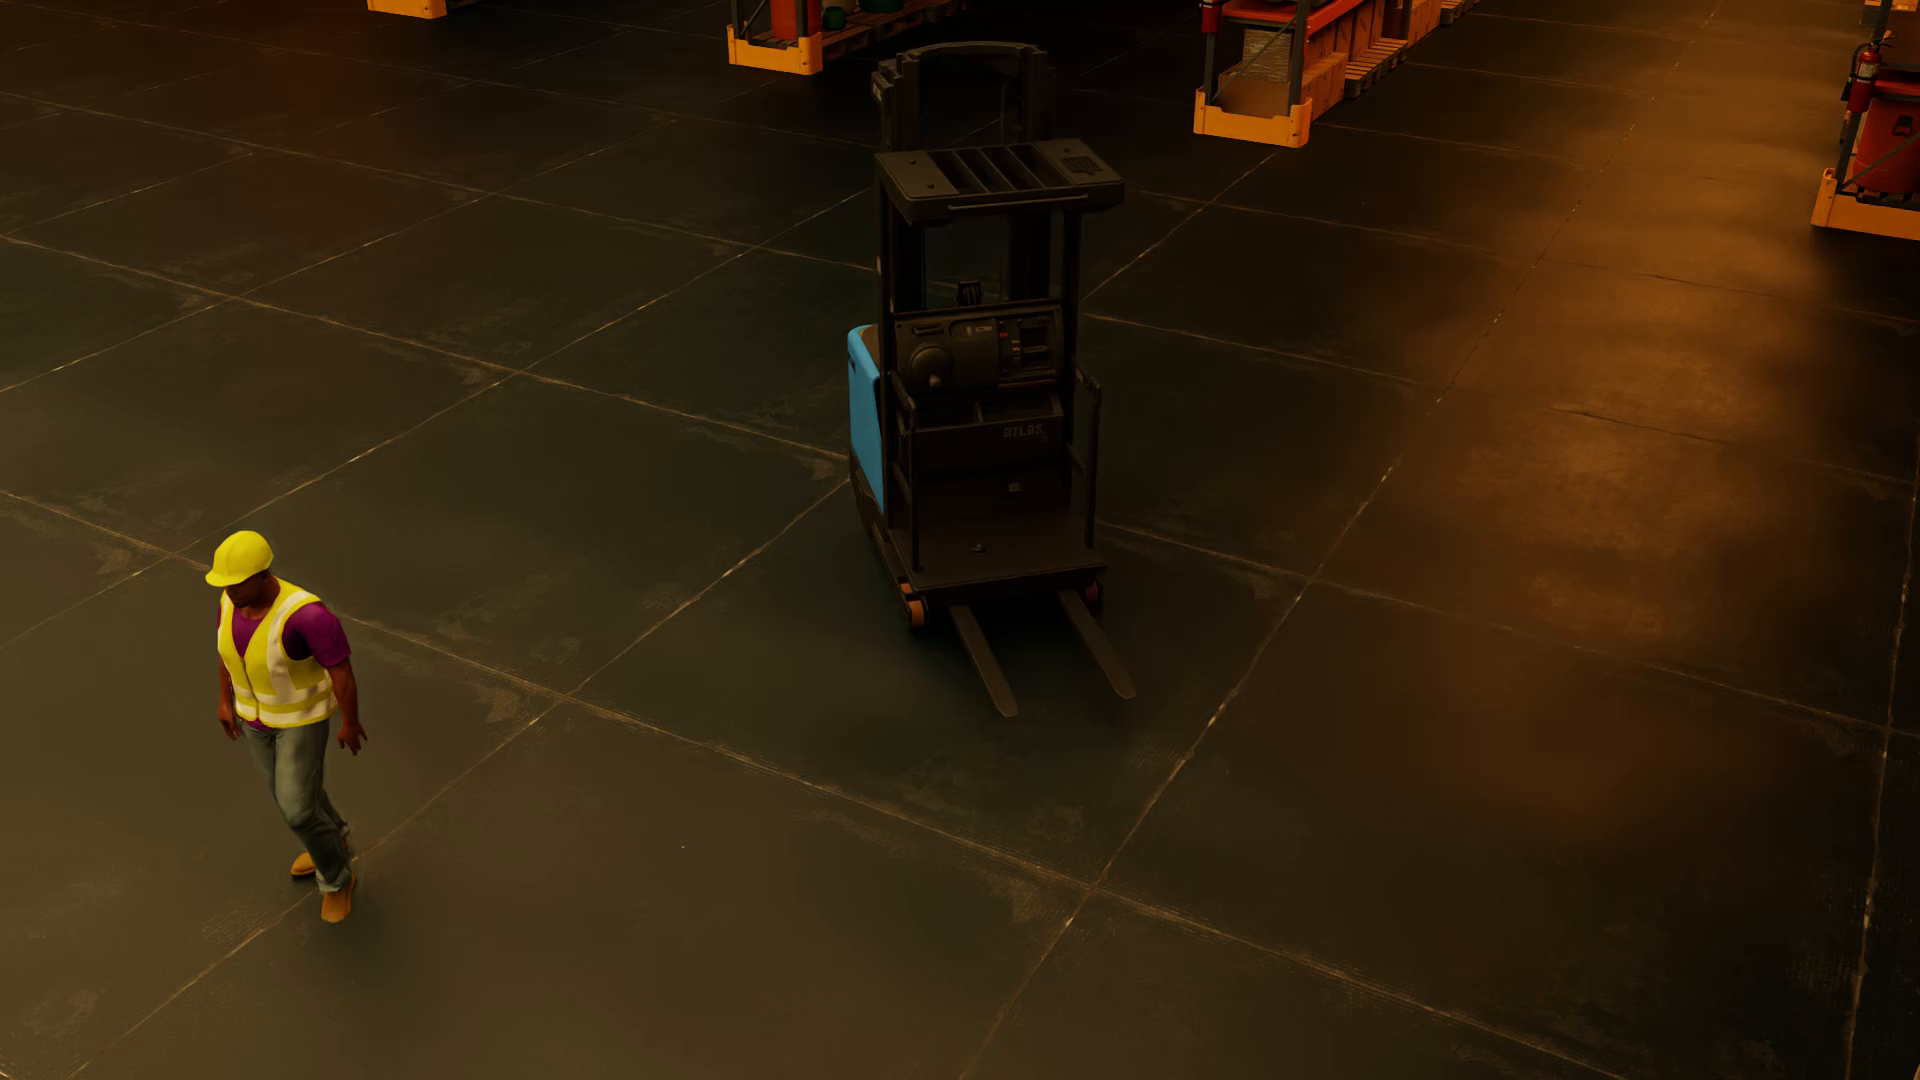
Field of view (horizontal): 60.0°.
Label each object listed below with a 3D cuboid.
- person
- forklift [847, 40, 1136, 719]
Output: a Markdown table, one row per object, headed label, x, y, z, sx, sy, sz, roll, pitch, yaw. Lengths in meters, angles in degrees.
| label | x | y | z | sx | sy | sz | roll | pitch | yaw |
| --- | --- | --- | --- | --- | --- | --- | --- | --- | --- |
| person | -2.848 | 0.771 | 6.990 | 0.672 | 1.808 | 0.517 | 13 | 32 | 21 |
| forklift | 0.166 | -0.988 | 8.783 | 1.130 | 2.935 | 3.031 | -7 | 31 | -13 |
